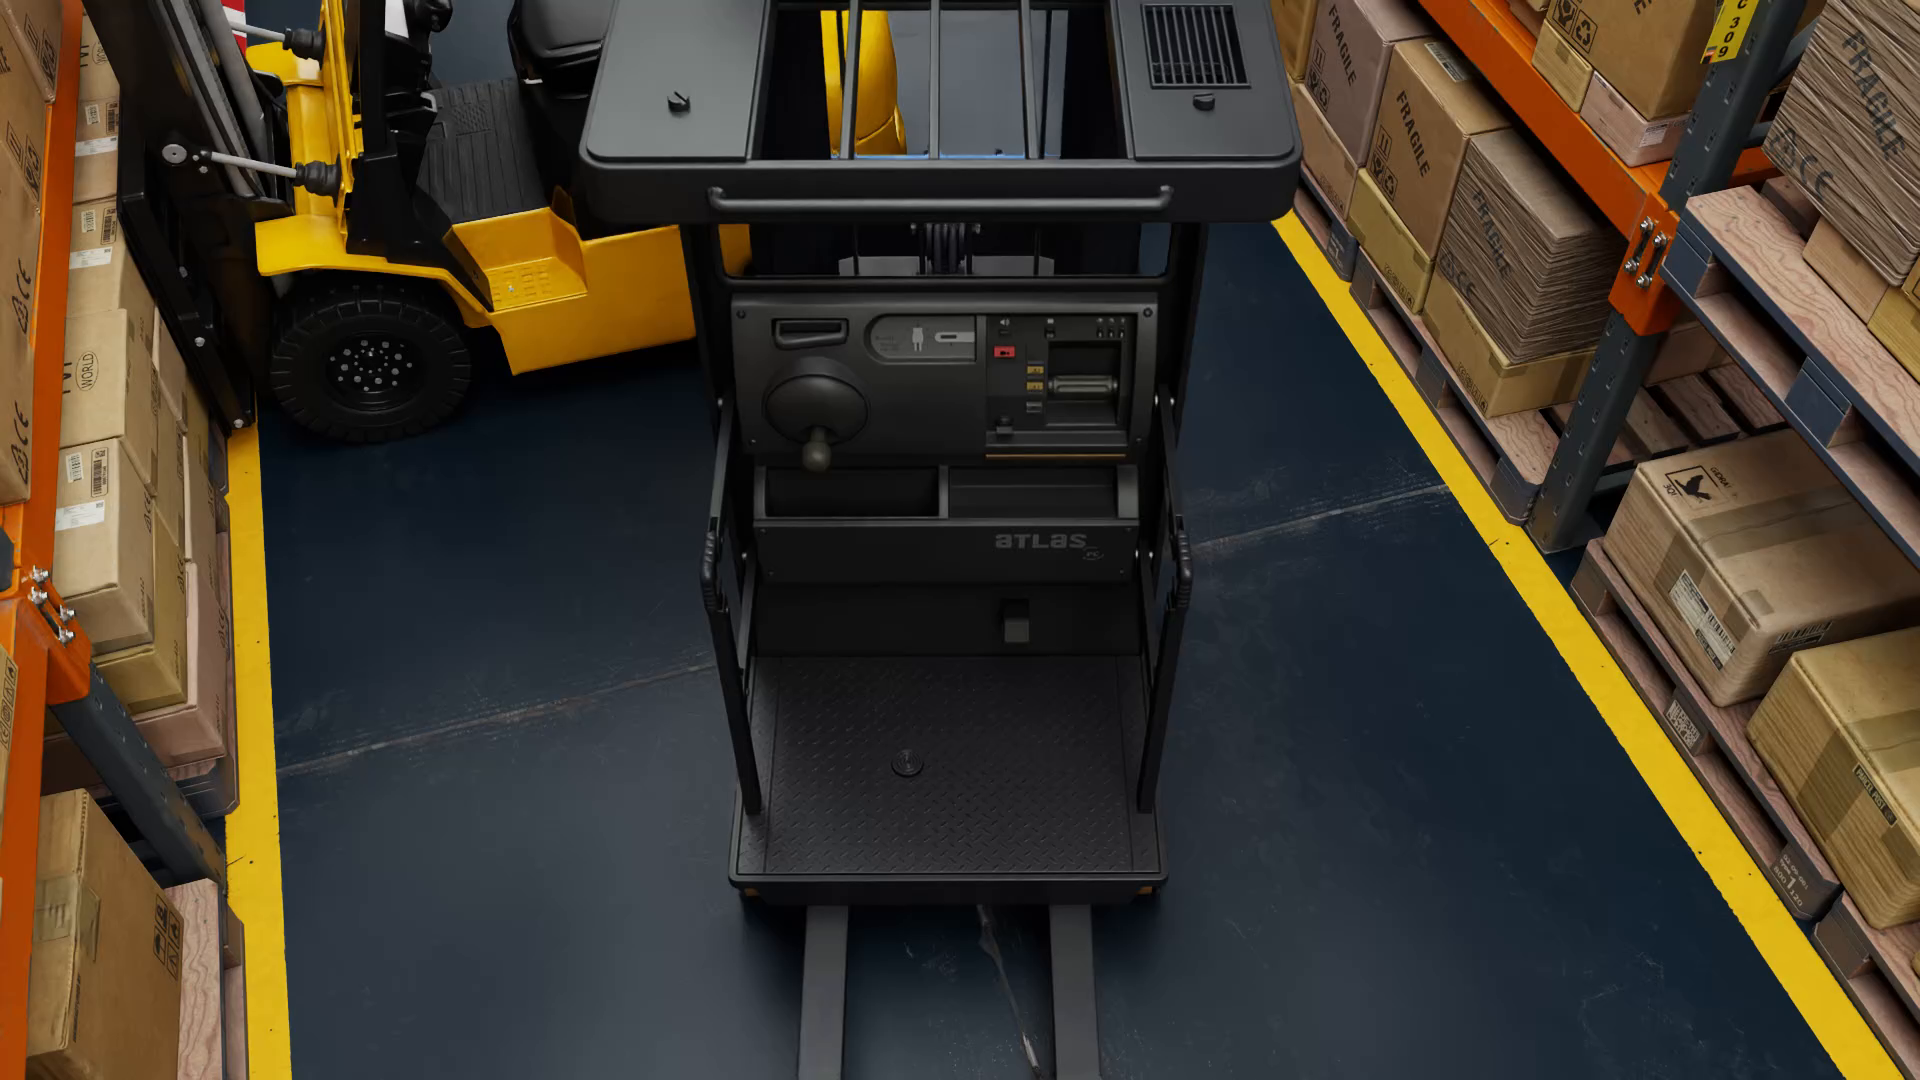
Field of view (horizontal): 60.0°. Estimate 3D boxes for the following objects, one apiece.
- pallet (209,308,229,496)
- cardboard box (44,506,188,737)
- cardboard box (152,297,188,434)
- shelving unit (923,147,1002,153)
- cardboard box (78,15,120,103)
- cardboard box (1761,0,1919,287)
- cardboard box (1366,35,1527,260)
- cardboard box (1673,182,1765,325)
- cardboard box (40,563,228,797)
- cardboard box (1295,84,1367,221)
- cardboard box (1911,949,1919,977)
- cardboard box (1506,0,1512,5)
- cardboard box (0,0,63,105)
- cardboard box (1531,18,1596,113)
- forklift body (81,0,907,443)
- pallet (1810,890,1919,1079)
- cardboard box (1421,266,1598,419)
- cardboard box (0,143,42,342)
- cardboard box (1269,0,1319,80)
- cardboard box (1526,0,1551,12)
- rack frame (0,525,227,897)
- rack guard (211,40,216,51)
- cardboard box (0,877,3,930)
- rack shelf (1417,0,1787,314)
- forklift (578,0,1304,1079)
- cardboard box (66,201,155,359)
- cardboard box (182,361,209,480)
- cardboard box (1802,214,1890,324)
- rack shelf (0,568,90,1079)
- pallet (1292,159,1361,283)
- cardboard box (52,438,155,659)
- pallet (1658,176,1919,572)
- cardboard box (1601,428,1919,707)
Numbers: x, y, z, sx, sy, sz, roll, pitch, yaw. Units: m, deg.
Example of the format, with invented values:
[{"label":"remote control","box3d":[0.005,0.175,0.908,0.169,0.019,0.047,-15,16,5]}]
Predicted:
[{"label":"pallet","box3d":[-3.015,-0.531,5.559,1.003,0.211,1.213,-13,51,-11]},{"label":"cardboard box","box3d":[-2.303,0.220,4.299,0.500,0.250,0.500,-14,51,-11]},{"label":"cardboard box","box3d":[-2.592,-0.517,4.921,0.500,0.250,0.500,-14,51,-11]},{"label":"shelving unit","box3d":[0.008,-0.832,5.363,0.258,0.900,0.210,0,50,0]},{"label":"cardboard box","box3d":[-2.889,-1.436,5.368,0.500,0.250,0.500,-13,51,-11]},{"label":"cardboard box","box3d":[2.150,-0.928,3.536,0.500,0.500,0.500,-12,51,-10]},{"label":"cardboard box","box3d":[1.702,-1.305,5.422,0.500,0.500,0.500,-12,51,-10]},{"label":"cardboard box","box3d":[2.369,-1.055,5.210,0.500,0.500,0.500,-11,51,-9]},{"label":"cardboard box","box3d":[-2.282,0.376,4.495,0.500,0.250,0.500,-13,51,-11]},{"label":"cardboard box","box3d":[1.541,-1.451,6.035,0.500,0.250,0.500,-13,51,-10]},{"label":"cardboard box","box3d":[2.866,1.054,3.844,0.950,0.372,0.625,-12,51,-10]},{"label":"cardboard box","box3d":[1.756,-1.730,4.911,0.380,0.149,0.250,-14,51,-11]},{"label":"cardboard box","box3d":[-2.786,-1.481,4.471,0.500,0.500,0.500,-13,51,-11]},{"label":"cardboard box","box3d":[1.819,-1.337,4.580,0.380,0.149,0.250,-12,51,-10]},{"label":"forklift body","box3d":[-1.335,-1.622,5.211,2.313,2.155,1.214,-13,51,-11]},{"label":"pallet","box3d":[2.881,1.288,4.026,1.003,0.211,1.213,-13,51,-11]},{"label":"cardboard box","box3d":[1.854,-0.692,5.395,0.500,0.250,0.500,-11,51,-9]},{"label":"cardboard box","box3d":[-2.507,-0.739,3.846,0.500,0.500,0.500,-13,51,-10]},{"label":"cardboard box","box3d":[1.384,-2.066,6.063,0.500,0.500,0.500,-12,51,-10]},{"label":"cardboard box","box3d":[1.758,-1.843,4.582,0.500,0.500,0.500,-12,51,-10]},{"label":"rack frame","box3d":[-2.455,0.053,3.243,1.000,3.000,0.127,-13,51,-11]},{"label":"rack guard","box3d":[-3.645,-2.080,6.677,1.175,0.500,0.348,-13,51,-11]},{"label":"cardboard box","box3d":[-1.902,0.776,2.732,0.500,0.250,0.500,-14,51,-11]},{"label":"rack shelf","box3d":[1.694,-2.301,5.698,1.077,0.370,4.000,-13,51,-11]},{"label":"forklift","box3d":[-0.030,-0.244,3.538,1.130,2.935,3.031,0,50,0]},{"label":"cardboard box","box3d":[-2.598,-0.679,4.730,0.500,0.250,0.500,-12,51,-10]},{"label":"cardboard box","box3d":[-2.614,-0.363,5.118,0.500,0.250,0.500,-13,51,-10]},{"label":"cardboard box","box3d":[2.147,-0.651,3.727,0.380,0.149,0.250,-13,51,-10]},{"label":"rack shelf","box3d":[-1.864,1.746,2.287,1.077,0.370,4.000,-13,51,-11]},{"label":"pallet","box3d":[1.689,-1.548,6.417,1.003,0.211,1.213,-13,51,-11]},{"label":"cardboard box","box3d":[-2.298,0.058,4.109,0.500,0.250,0.500,-14,51,-12]},{"label":"pallet","box3d":[2.372,-0.419,3.767,1.003,0.211,1.213,-13,51,-11]},{"label":"cardboard box","box3d":[2.443,0.022,4.713,0.950,0.372,0.625,-13,51,-11]}]
